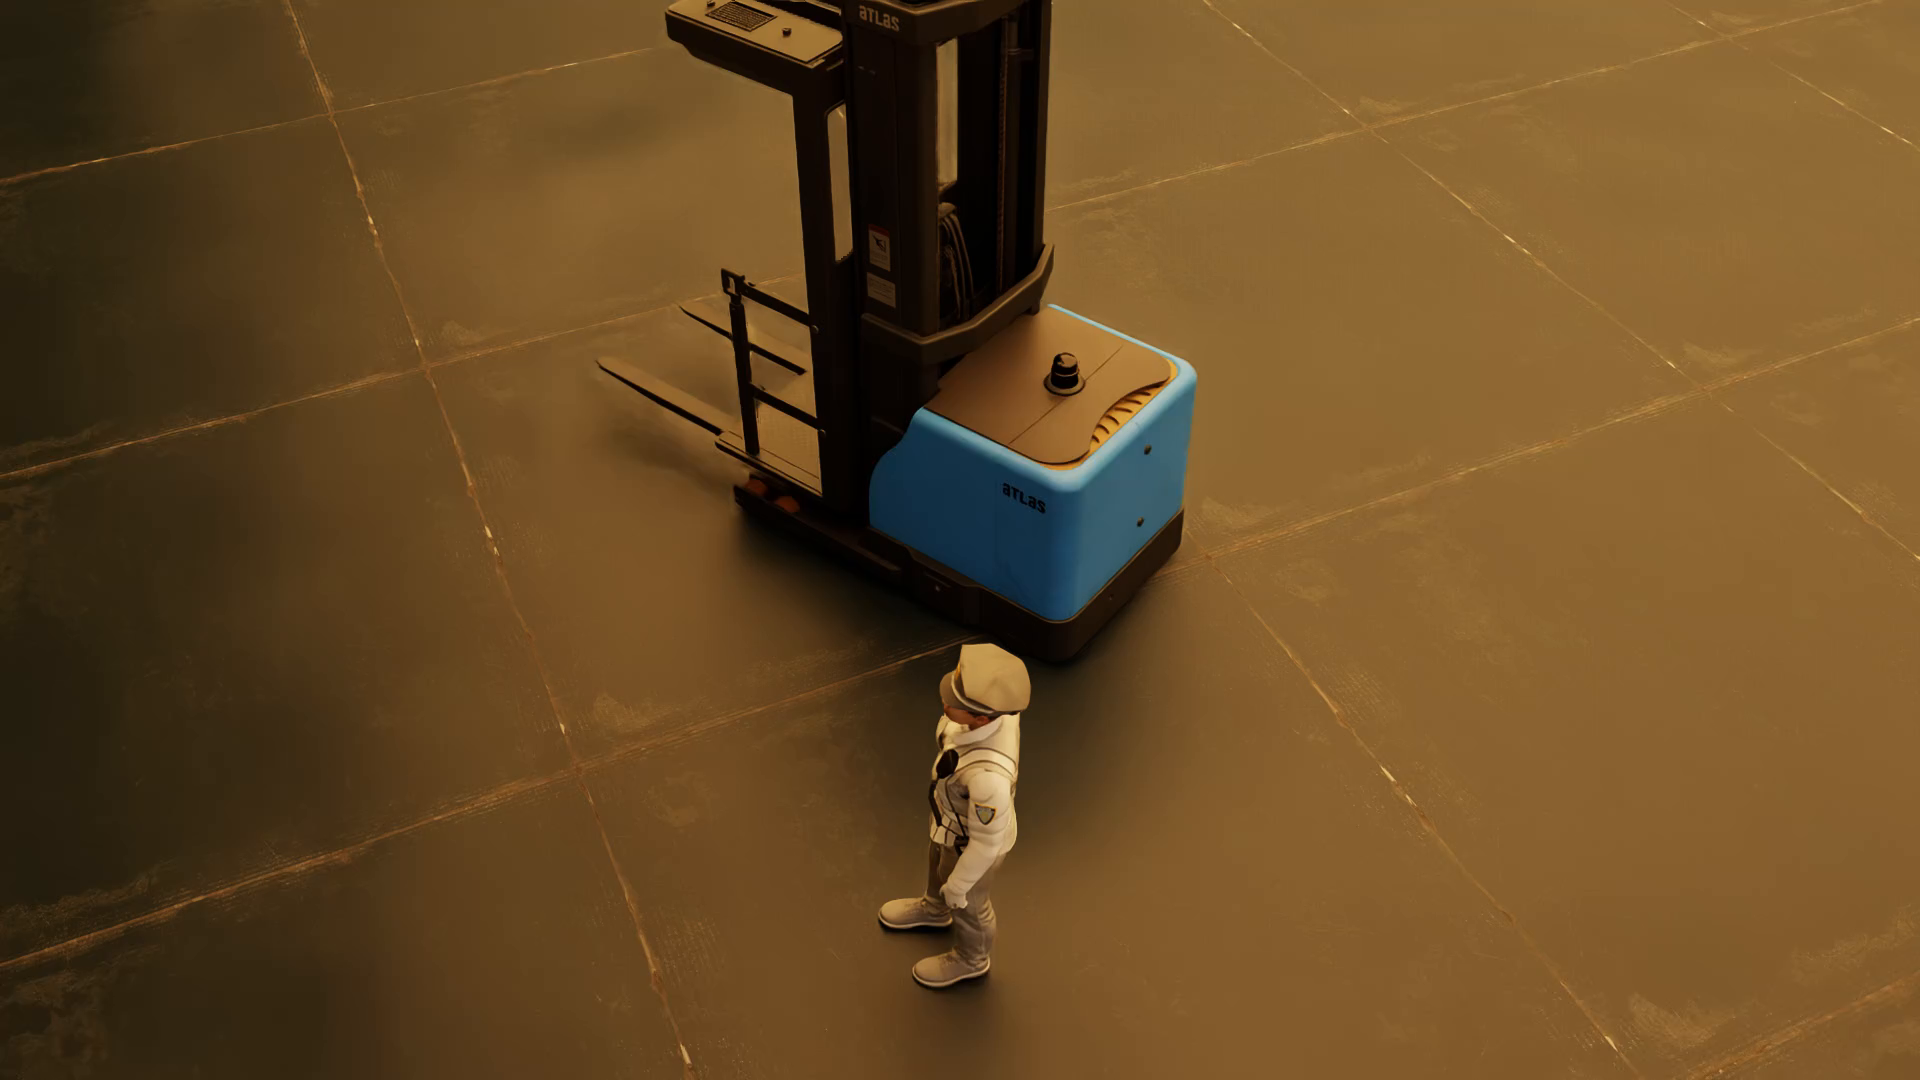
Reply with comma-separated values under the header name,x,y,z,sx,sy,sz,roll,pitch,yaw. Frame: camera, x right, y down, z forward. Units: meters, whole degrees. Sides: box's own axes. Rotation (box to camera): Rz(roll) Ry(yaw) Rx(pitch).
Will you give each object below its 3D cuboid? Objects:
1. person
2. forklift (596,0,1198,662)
name,x,y,z,sx,sy,sz,roll,pitch,yaw
person,-0.044,0.953,5.562,0.519,1.697,0.594,-1,43,-1
forklift,-0.453,-1.376,7.155,3.031,2.935,1.130,28,50,26
